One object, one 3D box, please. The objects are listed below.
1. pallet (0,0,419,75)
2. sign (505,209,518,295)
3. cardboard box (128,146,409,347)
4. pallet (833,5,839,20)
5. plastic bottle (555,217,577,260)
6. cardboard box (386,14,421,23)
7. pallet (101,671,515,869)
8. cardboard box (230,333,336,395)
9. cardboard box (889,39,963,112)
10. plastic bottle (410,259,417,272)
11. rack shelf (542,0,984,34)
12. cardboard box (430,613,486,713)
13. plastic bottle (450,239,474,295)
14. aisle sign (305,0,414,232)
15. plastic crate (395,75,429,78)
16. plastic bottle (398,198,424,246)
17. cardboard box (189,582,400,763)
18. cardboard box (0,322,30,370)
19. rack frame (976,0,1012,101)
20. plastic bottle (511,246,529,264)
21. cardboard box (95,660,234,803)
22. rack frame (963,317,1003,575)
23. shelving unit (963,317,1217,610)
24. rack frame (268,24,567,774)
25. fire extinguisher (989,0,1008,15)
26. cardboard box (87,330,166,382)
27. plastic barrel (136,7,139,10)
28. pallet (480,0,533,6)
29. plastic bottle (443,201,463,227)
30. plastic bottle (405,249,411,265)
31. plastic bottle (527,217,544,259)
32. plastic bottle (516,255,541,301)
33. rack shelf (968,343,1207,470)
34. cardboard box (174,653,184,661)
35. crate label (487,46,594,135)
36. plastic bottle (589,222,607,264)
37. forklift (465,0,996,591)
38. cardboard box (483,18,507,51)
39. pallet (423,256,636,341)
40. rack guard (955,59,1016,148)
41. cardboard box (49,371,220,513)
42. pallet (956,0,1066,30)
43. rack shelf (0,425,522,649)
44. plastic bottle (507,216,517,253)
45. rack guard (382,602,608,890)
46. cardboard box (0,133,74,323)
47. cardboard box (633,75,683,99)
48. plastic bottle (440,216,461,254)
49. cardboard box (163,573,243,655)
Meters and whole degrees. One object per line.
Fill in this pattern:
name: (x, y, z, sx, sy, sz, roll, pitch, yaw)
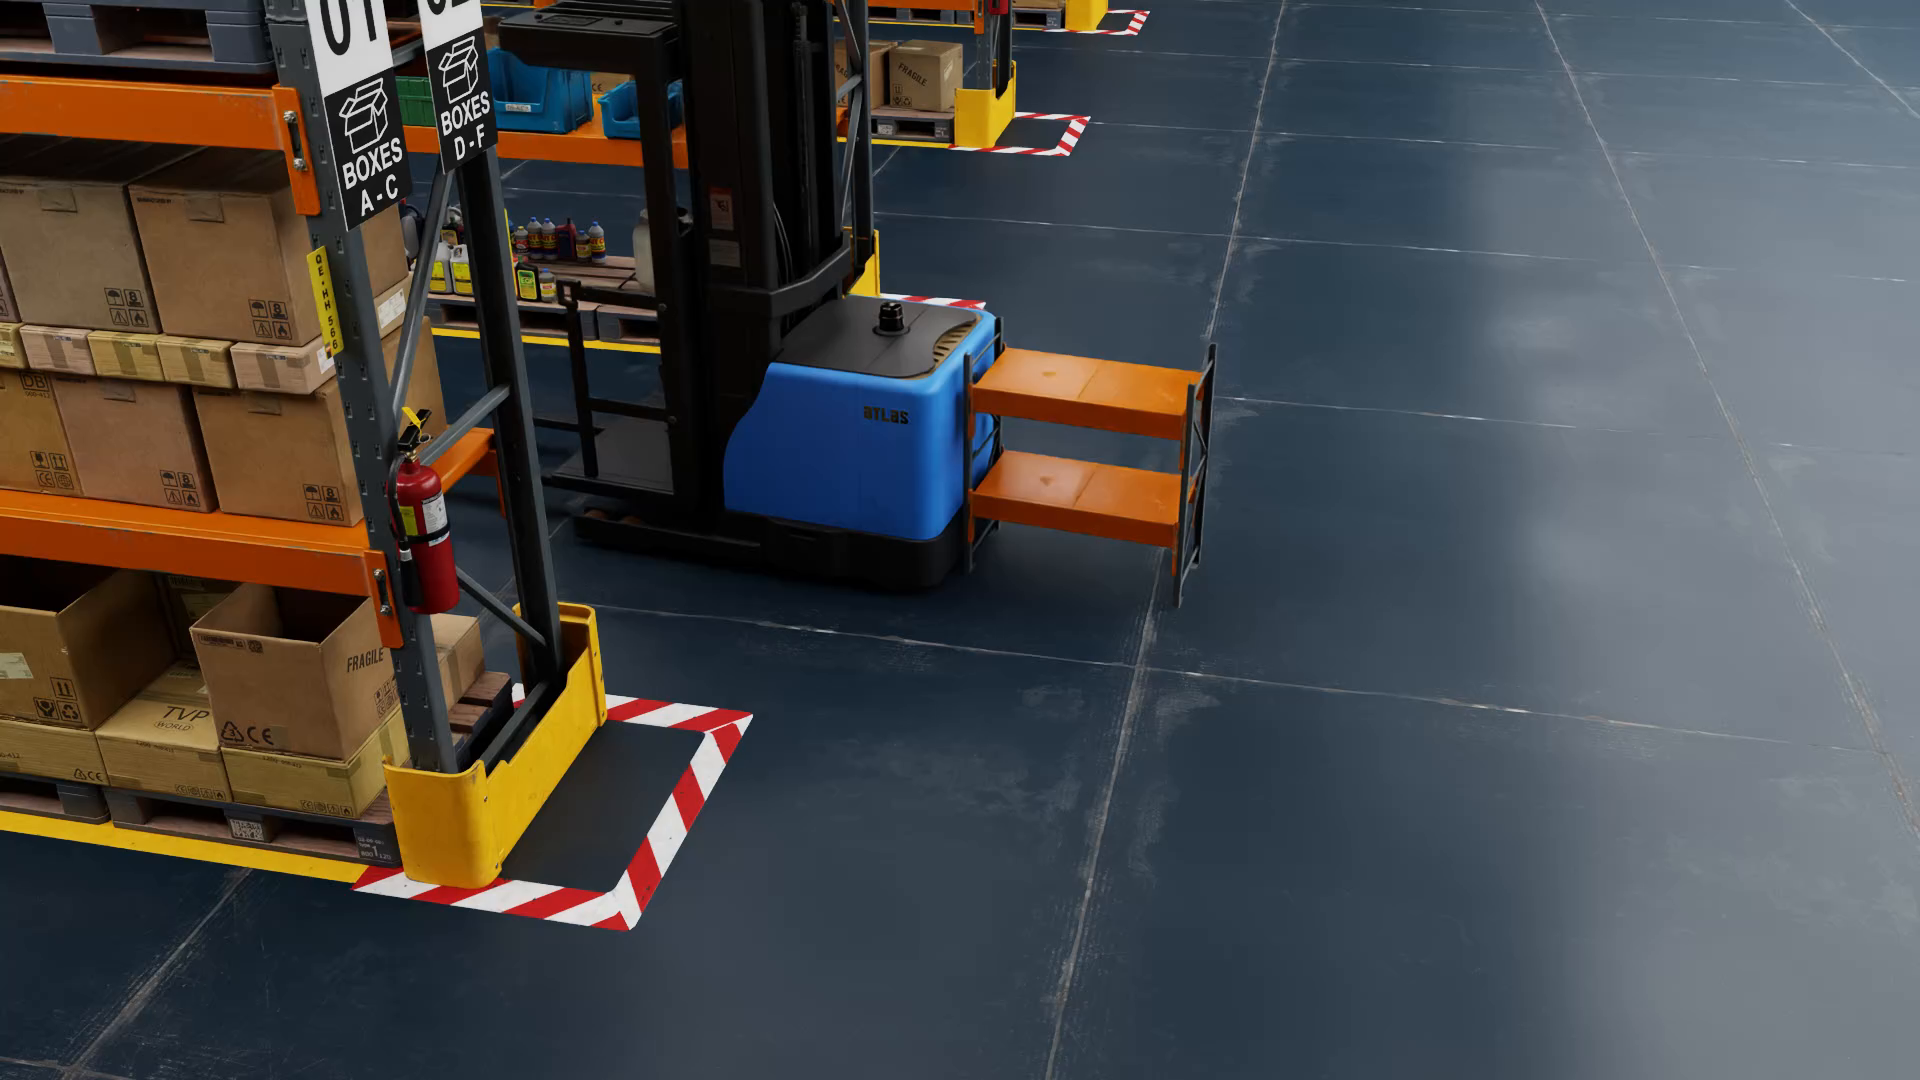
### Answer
pallet: (-2.453, -1.711, 5.220, 1.213, 0.211, 1.003, 6, 29, 11)
sign: (-1.645, -1.025, 6.015, 0.005, 0.325, 0.100, 6, 29, 11)
cardboard box: (-2.272, -1.022, 5.538, 0.500, 0.500, 0.700, 6, 29, 11)
pallet: (-1.744, -6.387, 19.696, 1.213, 0.211, 1.003, 6, 29, 11)
plastic bottle: (-2.654, -2.038, 11.219, 0.133, 0.283, 0.061, 6, 29, 11)
cardboard box: (-5.212, -4.685, 15.828, 0.500, 0.500, 0.700, 3, 29, 6)
pallet: (-2.523, 0.815, 6.541, 1.213, 0.211, 1.003, 6, 29, 11)
cardboard box: (-2.180, -0.628, 5.494, 0.250, 0.149, 0.380, 5, 29, 10)
cardboard box: (-0.301, -4.161, 14.892, 0.500, 0.500, 0.500, 11, 31, 20)
plastic bottle: (-3.481, -1.709, 10.704, 0.097, 0.201, 0.097, 0, 29, 0)
rack shelf: (-1.650, -4.888, 14.803, 4.000, 0.370, 1.077, 6, 29, 11)
cardboard box: (-2.245, 0.513, 6.616, 0.500, 0.250, 0.500, 6, 29, 11)
plastic bottle: (-3.155, -1.753, 10.628, 0.185, 0.351, 0.144, 7, 29, 13)
aisle sign: (-1.764, -1.347, 4.879, 0.004, 0.787, 0.394, 6, 29, 11)
plastic crate: (-3.501, -3.029, 10.814, 0.616, 0.251, 0.499, 6, 29, 11)
plastic bottle: (-3.763, -2.160, 11.373, 0.185, 0.351, 0.144, 4, 29, 8)
cardboard box: (-2.353, 0.428, 5.989, 0.500, 0.500, 0.500, 6, 29, 11)
cardboard box: (-3.189, -0.732, 5.683, 0.250, 0.149, 0.380, 7, 29, 12)
rack frame: (0.306, -5.003, 14.264, 0.127, 3.000, 1.000, 6, 29, 11)
plastic bottle: (-2.835, -1.745, 10.684, 0.133, 0.283, 0.061, 6, 29, 11)
cardboard box: (-2.844, 0.712, 6.253, 0.500, 0.250, 0.500, 6, 29, 11)
rack frame: (0.110, -0.444, 7.889, 0.032, 1.125, 0.500, 9, 30, 17)
shelving unit: (0.590, -0.364, 7.744, 1.048, 1.125, 0.538, 9, 30, 17)
rack frame: (-1.767, -0.351, 5.767, 0.127, 3.000, 1.000, 6, 29, 11)
fire extinguisher: (0.322, -4.741, 13.866, 0.183, 0.674, 0.296, 6, 29, 11)
cardboard box: (-2.686, -0.679, 5.587, 0.250, 0.149, 0.380, 5, 29, 10)
plastic barrel: (-5.530, -3.336, 11.079, 0.433, 0.535, 0.433, 0, 29, 0)
pallet: (-5.628, -6.787, 20.426, 1.213, 0.211, 1.003, 6, 29, 11)
plastic bottle: (-3.447, -2.128, 11.314, 0.185, 0.351, 0.144, 6, 29, 10)
plastic bottle: (-3.601, -1.782, 10.764, 0.097, 0.271, 0.097, 0, 29, 0)
plastic bottle: (-2.870, -2.045, 11.246, 0.097, 0.271, 0.097, 0, 29, 0)
plastic bottle: (-2.734, -1.660, 10.528, 0.133, 0.283, 0.061, 7, 29, 12)
rack shelf: (0.590, -0.621, 7.604, 1.000, 0.278, 0.538, 9, 30, 17)
cardboard box: (-3.223, 0.414, 6.796, 0.500, 0.250, 0.500, 6, 29, 11)
crate label: (-2.585, -2.750, 10.112, 0.616, 0.435, 0.502, 6, 29, 11)
plastic bottle: (-2.437, -2.001, 11.164, 0.097, 0.271, 0.097, 0, 29, 0)
forklift: (-1.375, -1.463, 7.871, 3.031, 2.935, 1.130, 9, 30, 17)
cardboard box: (-4.202, -4.572, 15.622, 0.500, 0.500, 0.700, 4, 29, 7)
pallet: (-2.796, -1.646, 11.037, 1.213, 0.211, 1.003, 6, 29, 11)
rack guard: (0.231, -3.914, 14.878, 0.348, 0.500, 1.175, 6, 29, 11)
cardboard box: (-2.735, -0.498, 5.932, 0.500, 0.500, 0.700, 7, 29, 12)
pallet: (0.642, -6.142, 19.249, 1.213, 0.211, 1.003, 6, 29, 11)
rack shelf: (-3.722, -0.236, 6.306, 4.000, 0.370, 1.077, 6, 29, 11)
plastic bottle: (-3.068, -2.066, 11.283, 0.097, 0.271, 0.097, 0, 29, 0)
rack guard: (-1.743, 0.748, 6.363, 0.348, 0.500, 1.175, 6, 29, 11)
cardboard box: (-3.281, -1.122, 5.721, 0.500, 0.500, 0.700, 6, 29, 11)
cardboard box: (-2.661, -4.379, 15.290, 0.500, 0.500, 0.500, 16, 32, 26)
plastic bottle: (-3.443, -2.048, 11.237, 0.133, 0.283, 0.061, 6, 29, 11)
cardboard box: (-2.734, 0.135, 6.525, 0.500, 0.500, 0.500, 6, 29, 11)
